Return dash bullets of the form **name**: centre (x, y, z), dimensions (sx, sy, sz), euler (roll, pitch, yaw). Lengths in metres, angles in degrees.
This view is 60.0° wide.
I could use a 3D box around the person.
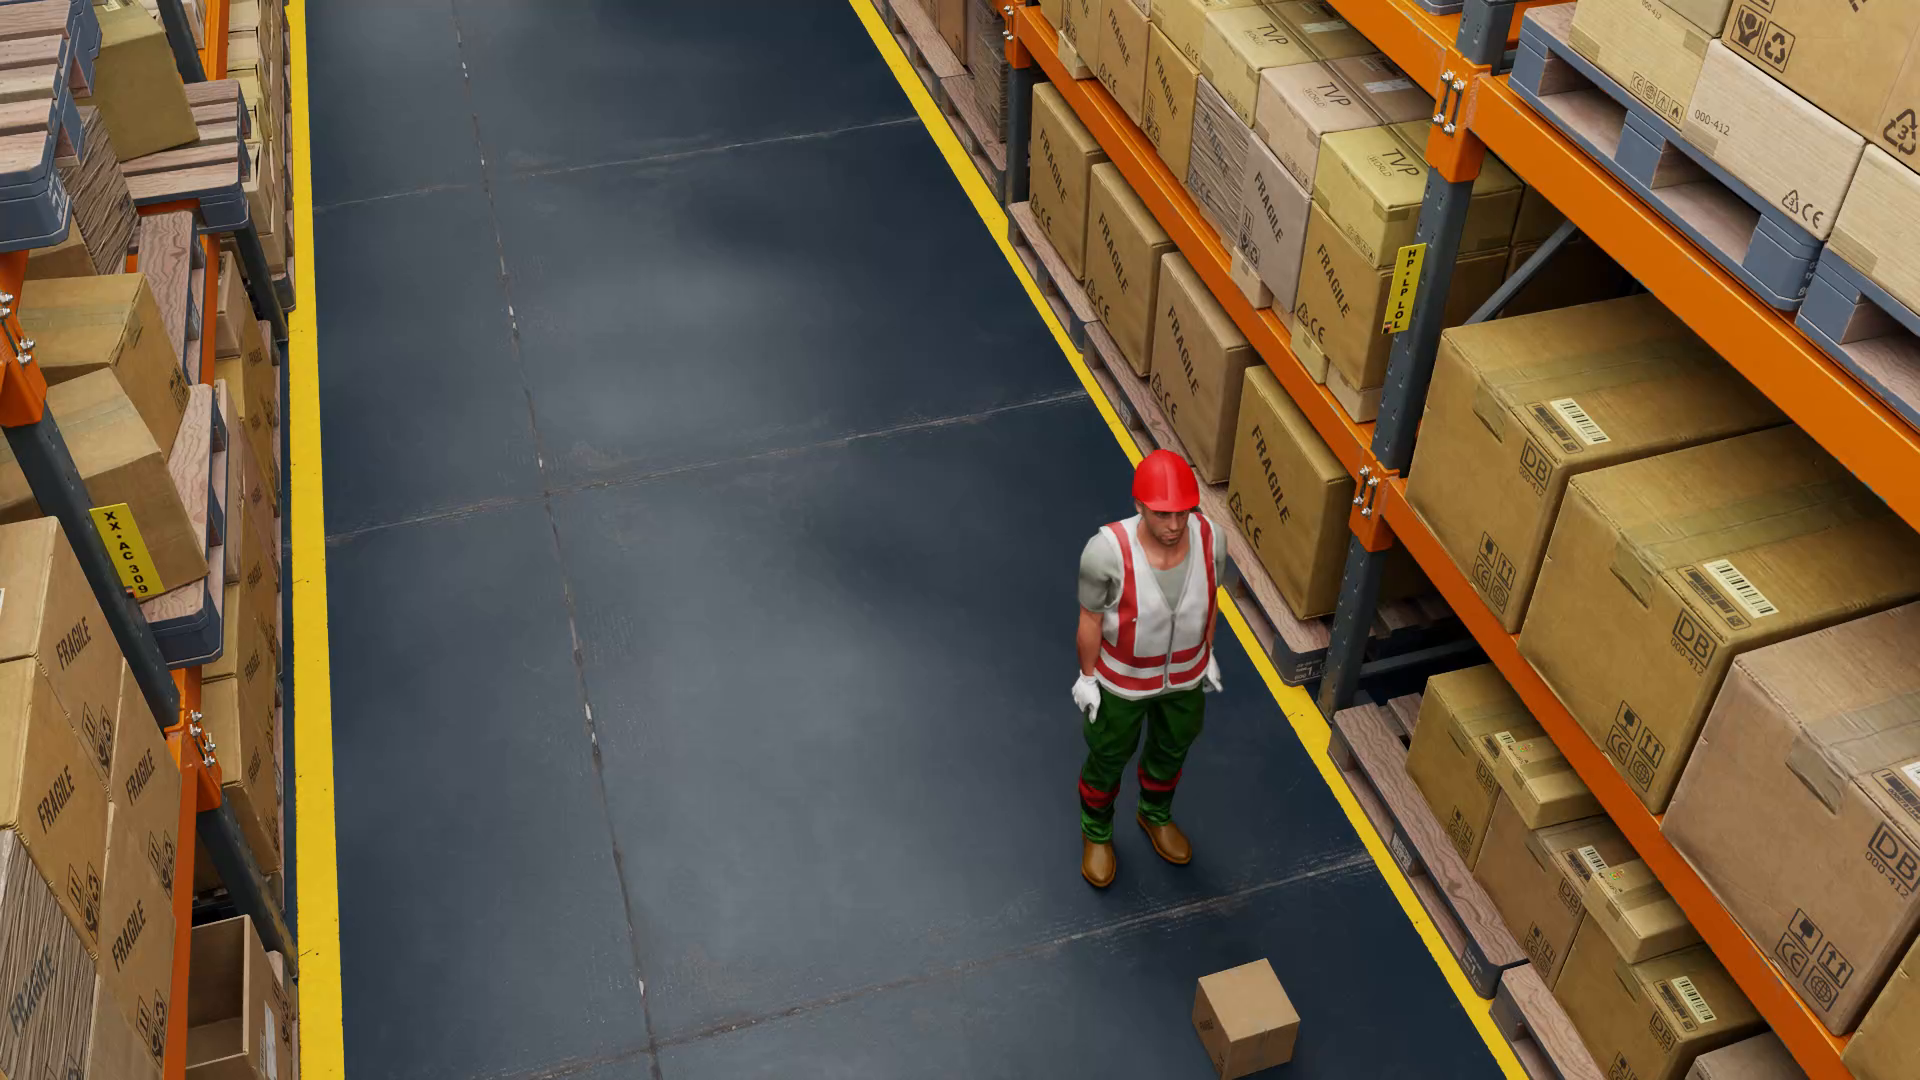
- **person**: centre (0.643, 0.456, 5.631), dimensions (0.528, 1.794, 0.386), euler (-11, 43, -12)
